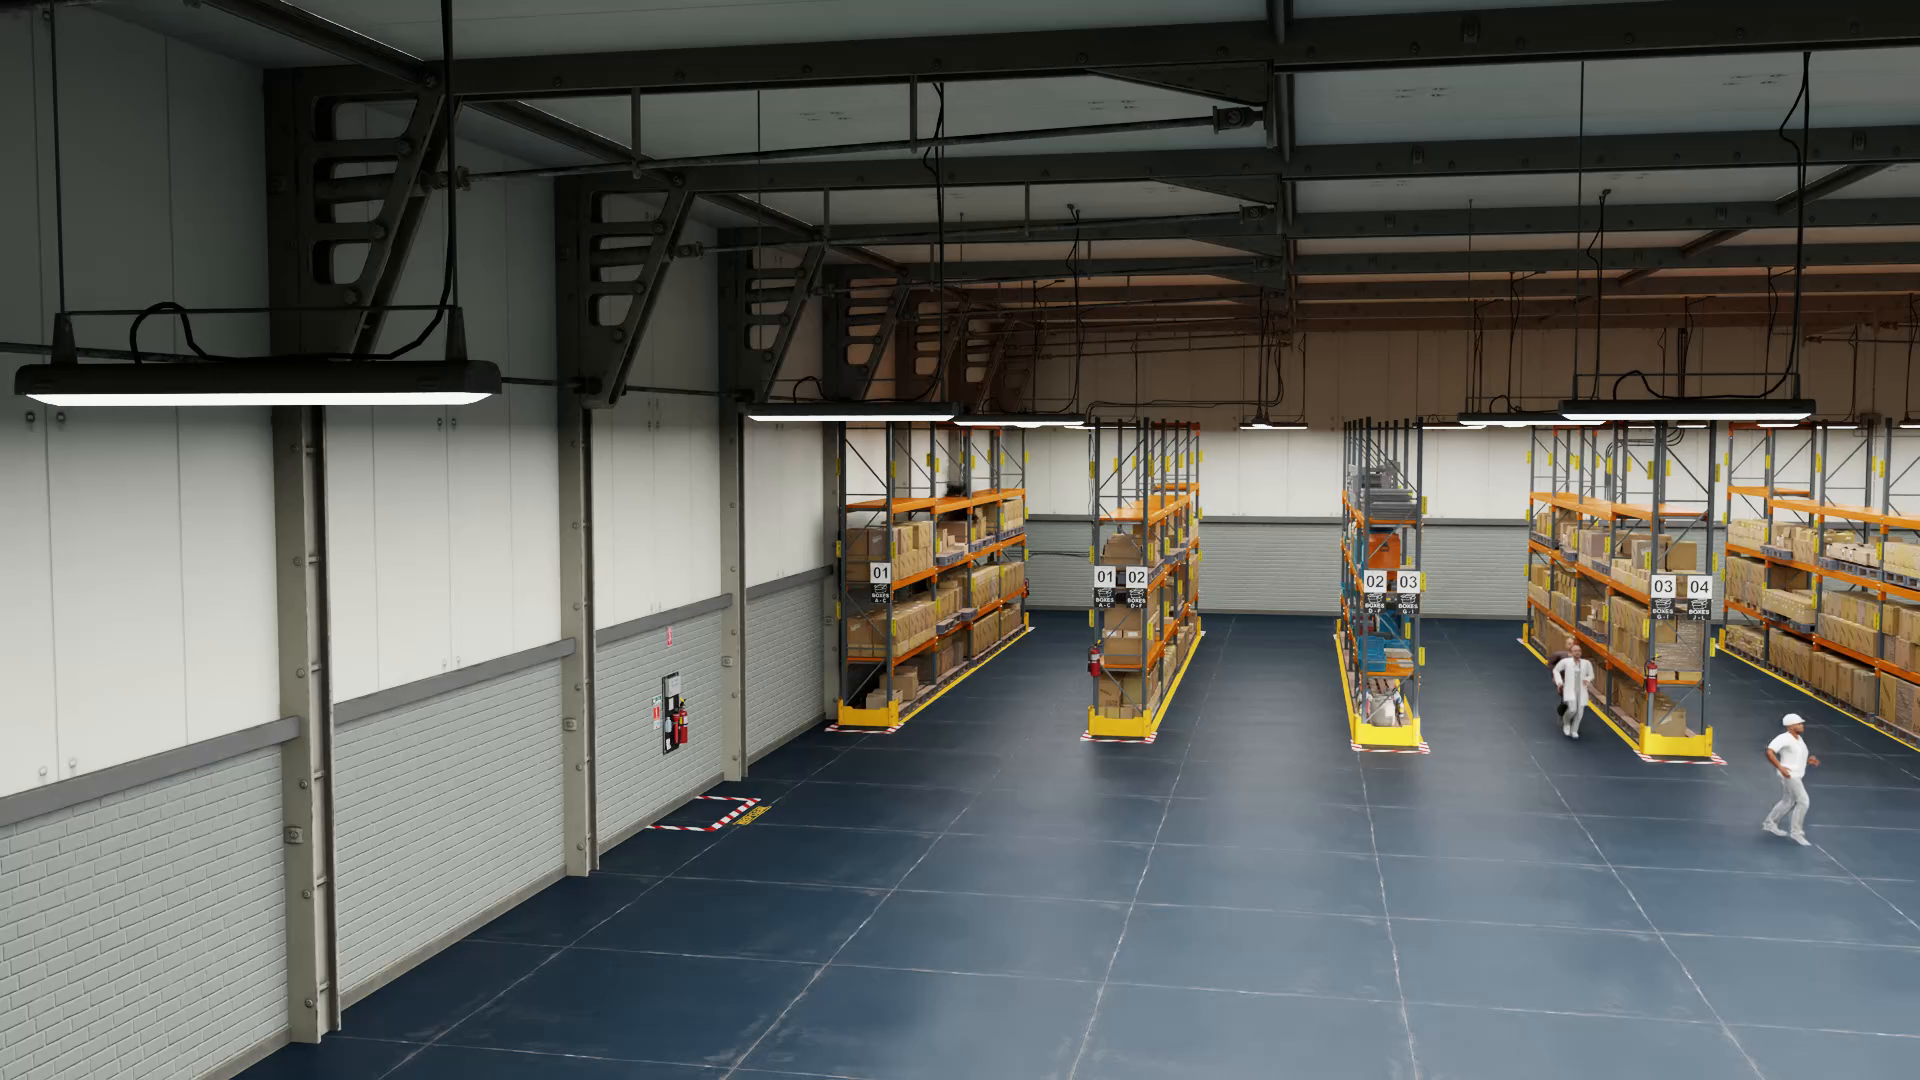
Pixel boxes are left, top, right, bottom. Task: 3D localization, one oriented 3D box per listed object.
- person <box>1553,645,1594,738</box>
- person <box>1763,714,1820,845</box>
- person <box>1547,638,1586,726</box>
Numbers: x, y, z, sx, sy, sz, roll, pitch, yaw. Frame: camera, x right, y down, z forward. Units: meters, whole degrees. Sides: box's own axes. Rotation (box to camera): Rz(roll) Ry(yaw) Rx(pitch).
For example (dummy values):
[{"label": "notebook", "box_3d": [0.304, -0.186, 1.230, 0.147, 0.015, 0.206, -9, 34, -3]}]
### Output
[{"label": "person", "box_3d": [11.467, 2.834, 30.986, 0.694, 1.738, 0.657, 0, 4, 6]}, {"label": "person", "box_3d": [11.626, 3.342, 23.270, 0.692, 1.830, 0.685, 3, 5, 39]}, {"label": "person", "box_3d": [11.733, 2.766, 32.009, 0.692, 1.737, 0.655, 0, 4, 2]}]
